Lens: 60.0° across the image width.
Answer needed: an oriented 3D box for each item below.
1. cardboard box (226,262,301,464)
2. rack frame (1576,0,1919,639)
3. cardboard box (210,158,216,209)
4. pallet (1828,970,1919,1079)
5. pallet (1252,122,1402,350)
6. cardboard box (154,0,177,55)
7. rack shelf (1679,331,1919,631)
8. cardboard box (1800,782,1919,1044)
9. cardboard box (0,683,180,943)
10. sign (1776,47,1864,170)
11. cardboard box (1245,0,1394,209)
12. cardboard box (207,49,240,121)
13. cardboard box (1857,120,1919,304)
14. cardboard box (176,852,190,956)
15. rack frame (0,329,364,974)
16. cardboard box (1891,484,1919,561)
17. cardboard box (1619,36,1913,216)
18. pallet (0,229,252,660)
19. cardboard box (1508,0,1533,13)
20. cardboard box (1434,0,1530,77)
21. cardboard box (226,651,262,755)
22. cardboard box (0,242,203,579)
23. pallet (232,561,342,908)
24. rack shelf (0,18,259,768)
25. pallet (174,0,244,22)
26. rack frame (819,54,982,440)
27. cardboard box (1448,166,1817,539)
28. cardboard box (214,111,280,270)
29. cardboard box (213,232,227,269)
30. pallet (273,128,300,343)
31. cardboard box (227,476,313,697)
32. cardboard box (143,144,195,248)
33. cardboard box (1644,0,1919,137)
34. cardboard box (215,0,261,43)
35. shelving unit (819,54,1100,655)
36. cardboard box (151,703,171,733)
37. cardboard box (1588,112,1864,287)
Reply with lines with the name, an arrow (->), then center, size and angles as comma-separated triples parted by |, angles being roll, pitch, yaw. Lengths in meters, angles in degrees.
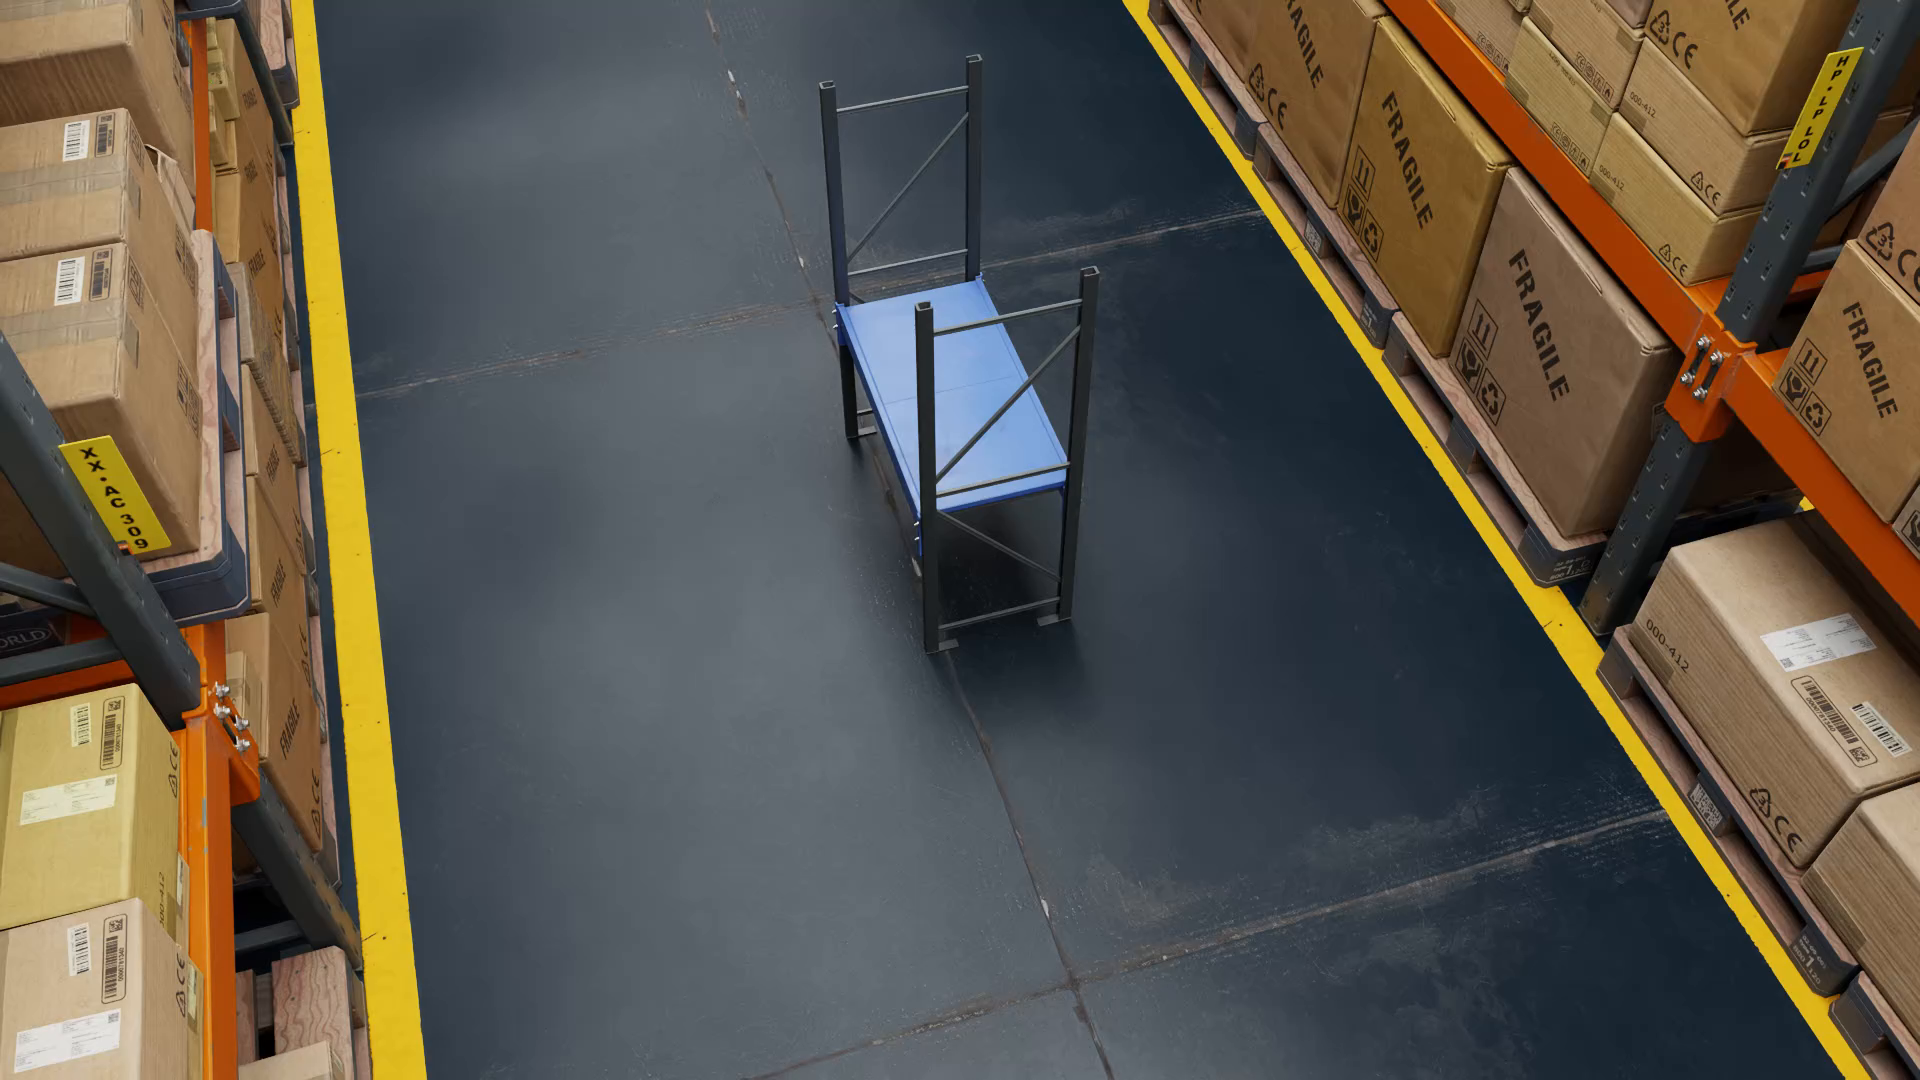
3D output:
cardboard box -> -2.574, -0.542, 5.605 | 0.500, 0.500, 0.500 | -15, 51, -12
rack frame -> 2.553, -0.800, 4.463 | 1.000, 3.000, 0.127 | -13, 51, -11
cardboard box -> -2.802, -1.234, 5.765 | 0.380, 0.149, 0.250 | -12, 51, -10
pallet -> 3.067, 1.564, 4.293 | 1.003, 0.211, 1.213 | -13, 51, -11
pallet -> 1.888, -1.341, 6.742 | 1.003, 0.211, 1.213 | -13, 51, -11
cardboard box -> -2.711, -1.615, 4.808 | 0.797, 0.503, 0.637 | -14, 51, -12
rack shelf -> 3.144, 0.892, 3.507 | 1.077, 0.370, 4.000 | -13, 51, -11
cardboard box -> 2.901, 1.027, 4.324 | 0.875, 0.438, 0.875 | -15, 51, -12
cardboard box -> -1.804, 0.594, 3.191 | 0.500, 0.250, 0.500 | -12, 51, -10
sign -> 2.037, -1.018, 3.941 | 0.100, 0.325, 0.005 | -13, 51, -11
cardboard box -> 1.755, -1.997, 6.586 | 0.875, 0.875, 0.875 | -13, 51, -11
cardboard box -> -2.872, -1.640, 6.107 | 0.380, 0.149, 0.250 | -16, 52, -13
cardboard box -> 2.462, -0.752, 3.703 | 0.500, 0.500, 0.500 | -13, 51, -11
cardboard box -> -1.755, 0.767, 3.306 | 0.380, 0.149, 0.250 | -12, 51, -10
rack frame -> -2.188, 0.325, 3.514 | 1.000, 3.000, 0.127 | -13, 51, -11
cardboard box -> 2.586, -0.062, 3.775 | 0.500, 0.500, 0.500 | -13, 51, -11
cardboard box -> 2.190, -1.180, 4.554 | 0.500, 0.250, 0.500 | -13, 51, -11
pallet -> -2.320, -0.222, 4.101 | 1.003, 0.211, 1.213 | -13, 51, -11
cardboard box -> 1.876, -1.921, 5.178 | 0.500, 0.250, 0.500 | -12, 51, -10
cardboard box -> 1.899, -1.768, 5.377 | 0.500, 0.250, 0.500 | -15, 51, -12
cardboard box -> -2.040, 0.464, 4.333 | 0.380, 0.149, 0.250 | -11, 51, -9
cardboard box -> -2.117, -0.247, 3.656 | 0.700, 0.500, 0.500 | -12, 51, -10
pallet -> -2.464, 0.638, 5.074 | 1.003, 0.211, 1.213 | -13, 51, -11
rack shelf -> -2.779, -0.904, 5.021 | 1.077, 0.370, 4.000 | -13, 51, -11
pallet -> -3.103, -2.056, 5.647 | 1.213, 0.211, 1.003 | -13, 51, -11
rack frame -> -0.176, -0.917, 5.542 | 0.500, 1.500, 0.032 | -13, 51, -11
cardboard box -> 2.293, -0.686, 5.481 | 0.875, 0.875, 0.875 | -12, 51, -10
cardboard box -> -2.902, -1.298, 6.243 | 0.500, 0.500, 0.500 | -14, 51, -12
cardboard box -> -2.617, -0.857, 5.447 | 0.380, 0.149, 0.250 | -16, 52, -13
pallet -> -3.186, -1.144, 6.577 | 1.003, 0.211, 1.213 | -13, 51, -11
cardboard box -> -2.283, 0.204, 4.976 | 0.500, 0.500, 0.500 | -14, 51, -11
cardboard box -> -2.232, -0.869, 4.334 | 0.396, 0.266, 0.258 | -11, 51, -9
cardboard box -> 2.181, -1.425, 4.270 | 0.500, 0.500, 0.500 | -12, 51, -10
cardboard box -> -3.542, -2.426, 7.111 | 0.875, 0.625, 0.625 | -12, 51, -10
shelving unit -> -0.025, -0.546, 5.229 | 0.538, 1.500, 1.048 | -13, 51, -11
cardboard box -> -2.098, 0.381, 4.208 | 0.380, 0.149, 0.250 | -14, 51, -12
cardboard box -> 2.179, -1.023, 4.748 | 0.500, 0.250, 0.500 | -14, 51, -12
